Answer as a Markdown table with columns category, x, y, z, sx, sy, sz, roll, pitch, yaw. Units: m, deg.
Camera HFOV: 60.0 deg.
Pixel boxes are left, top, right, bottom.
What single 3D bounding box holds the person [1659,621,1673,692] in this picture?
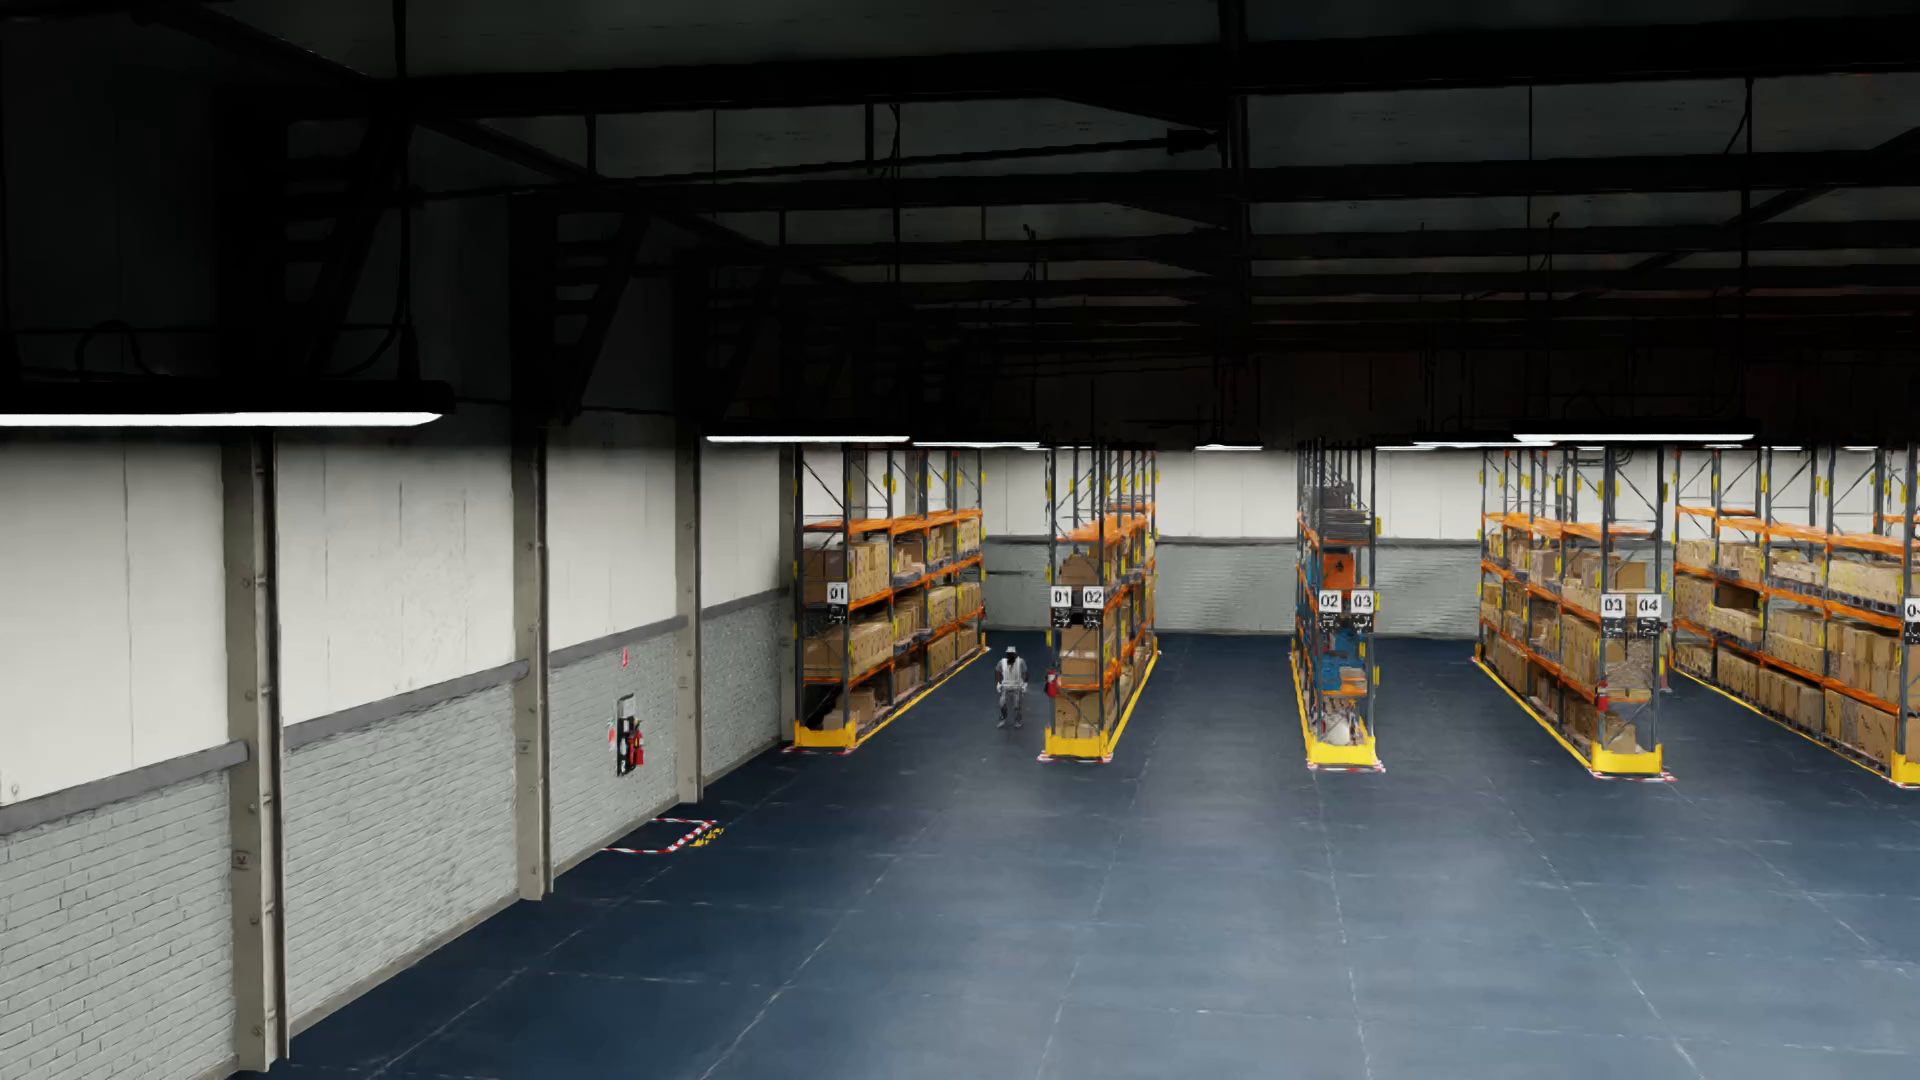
| category | x | y | z | sx | sy | sz | roll | pitch | yaw |
| --- | --- | --- | --- | --- | --- | --- | --- | --- | --- |
| person | 16.850 | 2.769 | 39.759 | 0.441 | 1.675 | 0.498 | -1 | 3 | -20 |

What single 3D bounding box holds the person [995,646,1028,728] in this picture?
| category | x | y | z | sx | sy | sz | roll | pitch | yaw |
| --- | --- | --- | --- | --- | --- | --- | --- | --- | --- |
| person | 1.065 | 3.040 | 34.434 | 0.702 | 1.735 | 0.549 | 0 | 3 | 8 |
